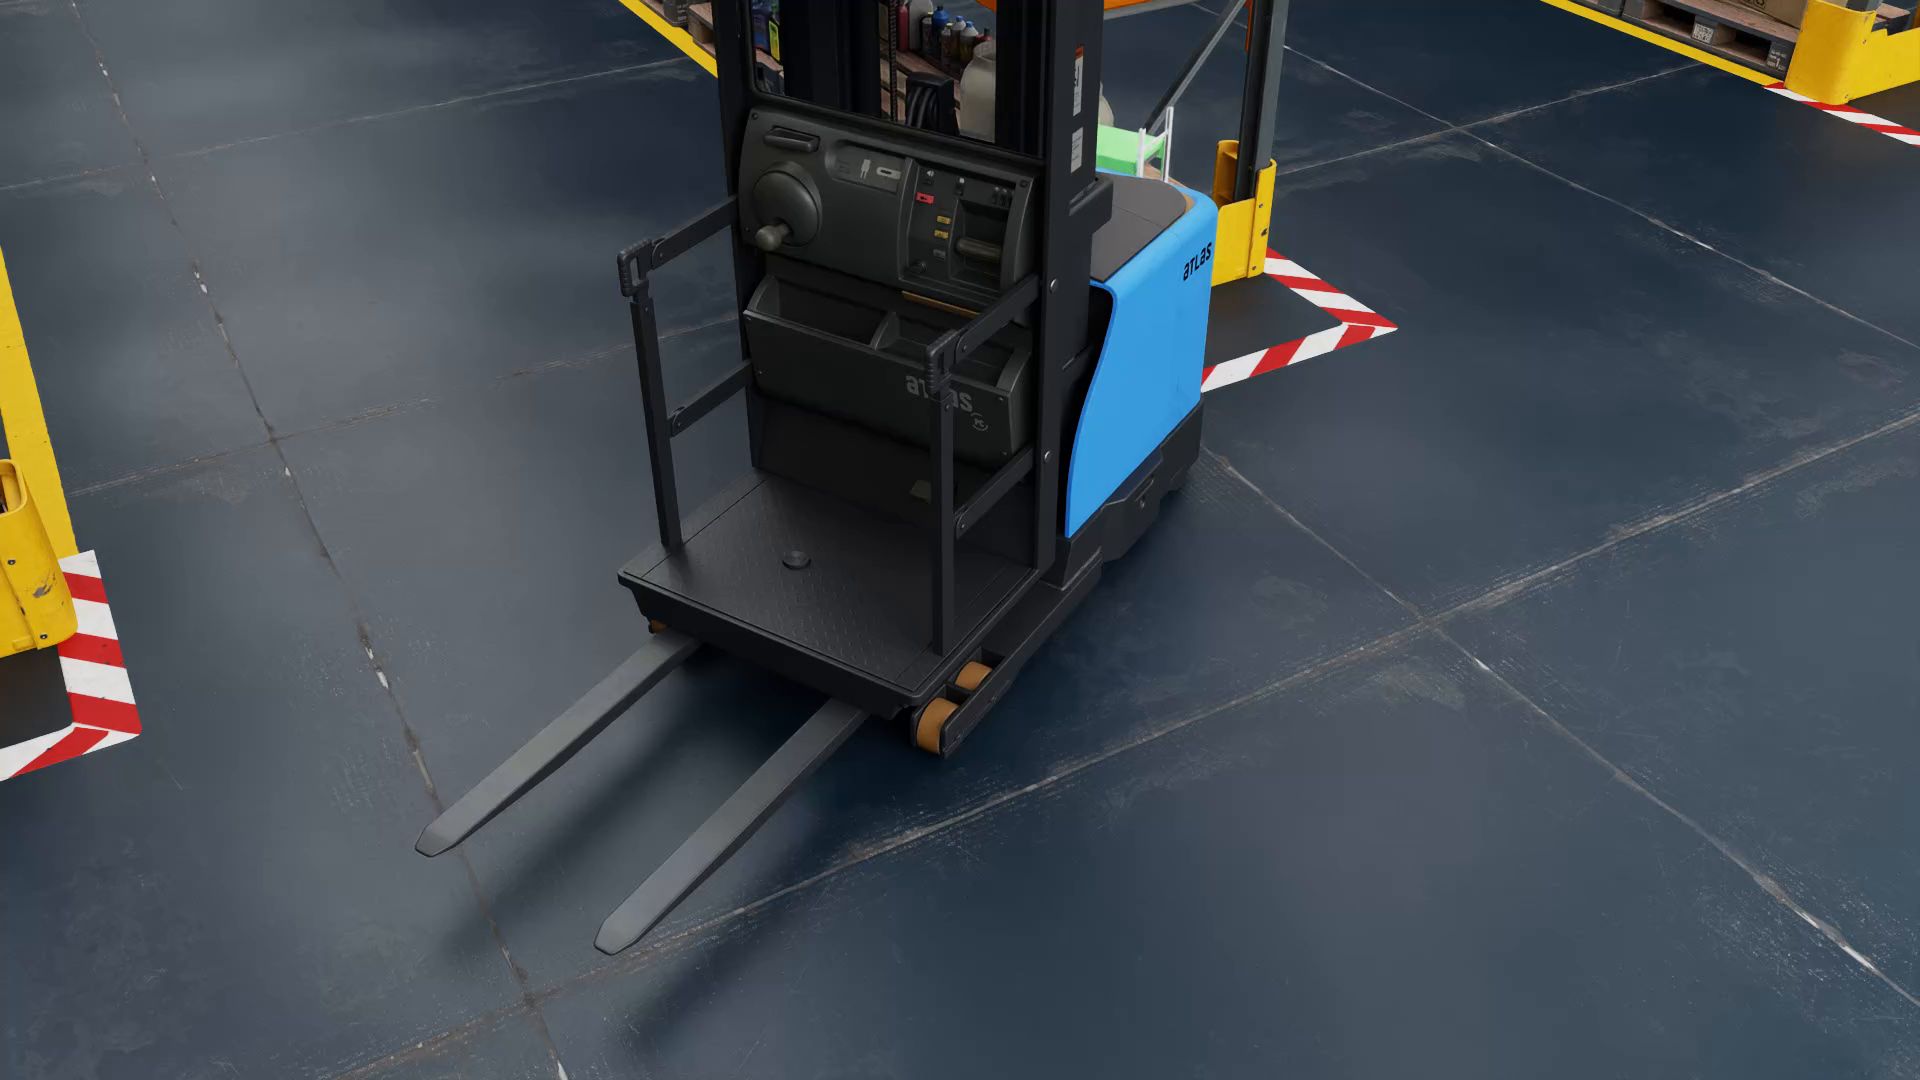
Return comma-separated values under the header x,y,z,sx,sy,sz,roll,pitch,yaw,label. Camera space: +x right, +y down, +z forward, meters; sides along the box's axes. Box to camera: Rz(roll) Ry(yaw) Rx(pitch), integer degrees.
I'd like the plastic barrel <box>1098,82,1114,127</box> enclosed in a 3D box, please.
x,y,z,sx,sy,sz,roll,pitch,yaw,label
0.467,-1.772,7.386,0.421,0.512,0.421,0,36,0,plastic barrel

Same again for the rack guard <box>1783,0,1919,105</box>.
x,y,z,sx,sy,sz,roll,pitch,yaw,label
5.108,-2.791,9.148,1.175,0.500,0.348,-19,40,-24,rack guard

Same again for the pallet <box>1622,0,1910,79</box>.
x,y,z,sx,sy,sz,roll,pitch,yaw,label
4.730,-3.099,9.815,1.003,0.211,1.213,-19,40,-24,pallet

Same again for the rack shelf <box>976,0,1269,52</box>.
x,y,z,sx,sy,sz,roll,pitch,yaw,label
-0.142,-3.024,7.957,1.077,0.370,4.000,-19,40,-24,rack shelf

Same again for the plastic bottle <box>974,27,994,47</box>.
x,y,z,sx,sy,sz,roll,pitch,yaw,label
0.124,-2.513,8.577,0.061,0.283,0.133,-18,40,-23,plastic bottle

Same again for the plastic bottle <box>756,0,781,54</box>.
x,y,z,sx,sy,sz,roll,pitch,yaw,label
-1.005,-2.811,8.929,0.144,0.351,0.185,-21,41,-26,plastic bottle

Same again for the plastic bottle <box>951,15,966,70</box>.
x,y,z,sx,sy,sz,roll,pitch,yaw,label
-0.001,-2.613,8.725,0.097,0.271,0.097,0,36,0,plastic bottle

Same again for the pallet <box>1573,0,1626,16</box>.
x,y,z,sx,sy,sz,roll,pitch,yaw,label
4.121,-3.721,10.665,1.003,0.211,1.213,-19,40,-24,pallet

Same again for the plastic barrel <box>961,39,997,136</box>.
x,y,z,sx,sy,sz,roll,pitch,yaw,label
0.215,-2.028,7.736,0.421,0.512,0.421,0,36,0,plastic barrel

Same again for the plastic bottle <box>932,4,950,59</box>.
x,y,z,sx,sy,sz,roll,pitch,yaw,label
-0.102,-2.716,8.866,0.097,0.271,0.097,0,36,0,plastic bottle

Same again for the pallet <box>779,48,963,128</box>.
x,y,z,sx,sy,sz,roll,pitch,yaw,label
-0.228,-2.230,8.625,1.003,0.211,1.213,-19,40,-24,pallet

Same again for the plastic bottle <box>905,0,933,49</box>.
x,y,z,sx,sy,sz,roll,pitch,yaw,label
-0.237,-2.822,9.007,0.152,0.276,0.135,-18,40,-23,plastic bottle

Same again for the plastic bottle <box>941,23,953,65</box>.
x,y,z,sx,sy,sz,roll,pitch,yaw,label
-0.050,-2.635,8.814,0.097,0.201,0.097,0,36,0,plastic bottle

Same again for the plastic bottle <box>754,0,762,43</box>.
x,y,z,sx,sy,sz,roll,pitch,yaw,label
-1.100,-2.907,9.061,0.144,0.351,0.185,-18,40,-23,plastic bottle

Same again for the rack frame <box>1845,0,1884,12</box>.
x,y,z,sx,sy,sz,roll,pitch,yaw,label
5.146,-3.762,8.358,1.000,3.000,0.127,-19,40,-24,rack frame

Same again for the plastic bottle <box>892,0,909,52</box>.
x,y,z,sx,sy,sz,roll,pitch,yaw,label
-0.328,-2.793,8.961,0.061,0.283,0.133,-19,40,-24,plastic bottle

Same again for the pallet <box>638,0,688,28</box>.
x,y,z,sx,sy,sz,roll,pitch,yaw,label
-1.574,-3.597,10.496,1.003,0.211,1.213,-19,40,-24,pallet

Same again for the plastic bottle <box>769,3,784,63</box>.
x,y,z,sx,sy,sz,roll,pitch,yaw,label
-0.958,-2.687,8.816,0.061,0.283,0.133,-17,39,-22,plastic bottle

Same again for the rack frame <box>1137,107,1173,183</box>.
x,y,z,sx,sy,sz,roll,pitch,yaw,label
0.673,-0.958,6.044,0.015,1.200,0.240,20,40,25,rack frame

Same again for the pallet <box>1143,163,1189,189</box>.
x,y,z,sx,sy,sz,roll,pitch,yaw,label
0.381,-1.609,7.774,1.003,0.211,1.213,-19,40,-24,pallet

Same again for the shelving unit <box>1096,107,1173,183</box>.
x,y,z,sx,sy,sz,roll,pitch,yaw,label
0.464,-1.032,6.145,0.503,1.200,0.258,20,40,25,shelving unit

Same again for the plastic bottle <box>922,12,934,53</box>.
x,y,z,sx,sy,sz,roll,pitch,yaw,label
-0.154,-2.740,8.958,0.097,0.201,0.097,0,36,0,plastic bottle

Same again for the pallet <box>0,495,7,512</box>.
x,y,z,sx,sy,sz,roll,pitch,yaw,label
-3.842,-0.080,5.680,1.003,0.211,1.213,-19,40,-24,pallet

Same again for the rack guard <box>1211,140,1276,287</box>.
x,y,z,sx,sy,sz,roll,pitch,yaw,label
0.784,-1.310,7.119,1.175,0.500,0.348,-19,40,-24,rack guard

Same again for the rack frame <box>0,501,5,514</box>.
x,y,z,sx,sy,sz,roll,pitch,yaw,label
-3.421,-0.828,4.341,1.000,3.000,0.127,-19,40,-24,rack frame

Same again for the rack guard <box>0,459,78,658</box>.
x,y,z,sx,sy,sz,roll,pitch,yaw,label
-3.409,0.193,5.062,1.175,0.500,0.348,-19,40,-24,rack guard

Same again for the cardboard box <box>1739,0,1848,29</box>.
x,y,z,sx,sy,sz,roll,pitch,yaw,label
4.846,-3.246,9.414,0.500,0.500,0.500,-12,38,-16,cardboard box

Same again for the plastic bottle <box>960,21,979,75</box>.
x,y,z,sx,sy,sz,roll,pitch,yaw,label
0.050,-2.562,8.655,0.097,0.271,0.097,0,36,0,plastic bottle

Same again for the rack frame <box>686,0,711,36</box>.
x,y,z,sx,sy,sz,roll,pitch,yaw,label
-1.146,-4.334,9.141,1.000,3.000,0.127,-19,40,-24,rack frame

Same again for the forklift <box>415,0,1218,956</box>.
x,y,z,sx,sy,sz,roll,pitch,yaw,label
-0.331,-0.867,4.452,1.130,2.935,3.031,20,41,25,forklift

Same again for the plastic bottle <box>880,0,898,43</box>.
x,y,z,sx,sy,sz,roll,pitch,yaw,label
-0.391,-2.866,9.061,0.061,0.283,0.133,-19,40,-24,plastic bottle

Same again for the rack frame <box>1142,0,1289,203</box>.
x,y,z,sx,sy,sz,roll,pitch,yaw,label
0.863,-2.294,6.348,1.000,3.000,0.127,-19,40,-24,rack frame

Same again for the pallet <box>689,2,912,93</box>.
x,y,z,sx,sy,sz,roll,pitch,yaw,label
-0.845,-2.853,9.478,1.003,0.211,1.213,-19,40,-24,pallet

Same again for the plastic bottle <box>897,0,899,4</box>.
x,y,z,sx,sy,sz,roll,pitch,yaw,label
-0.315,-2.937,9.100,0.144,0.351,0.185,-19,40,-24,plastic bottle

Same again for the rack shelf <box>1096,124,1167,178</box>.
x,y,z,sx,sy,sz,roll,pitch,yaw,label
0.463,-1.368,5.900,0.480,0.148,0.258,20,40,25,rack shelf
